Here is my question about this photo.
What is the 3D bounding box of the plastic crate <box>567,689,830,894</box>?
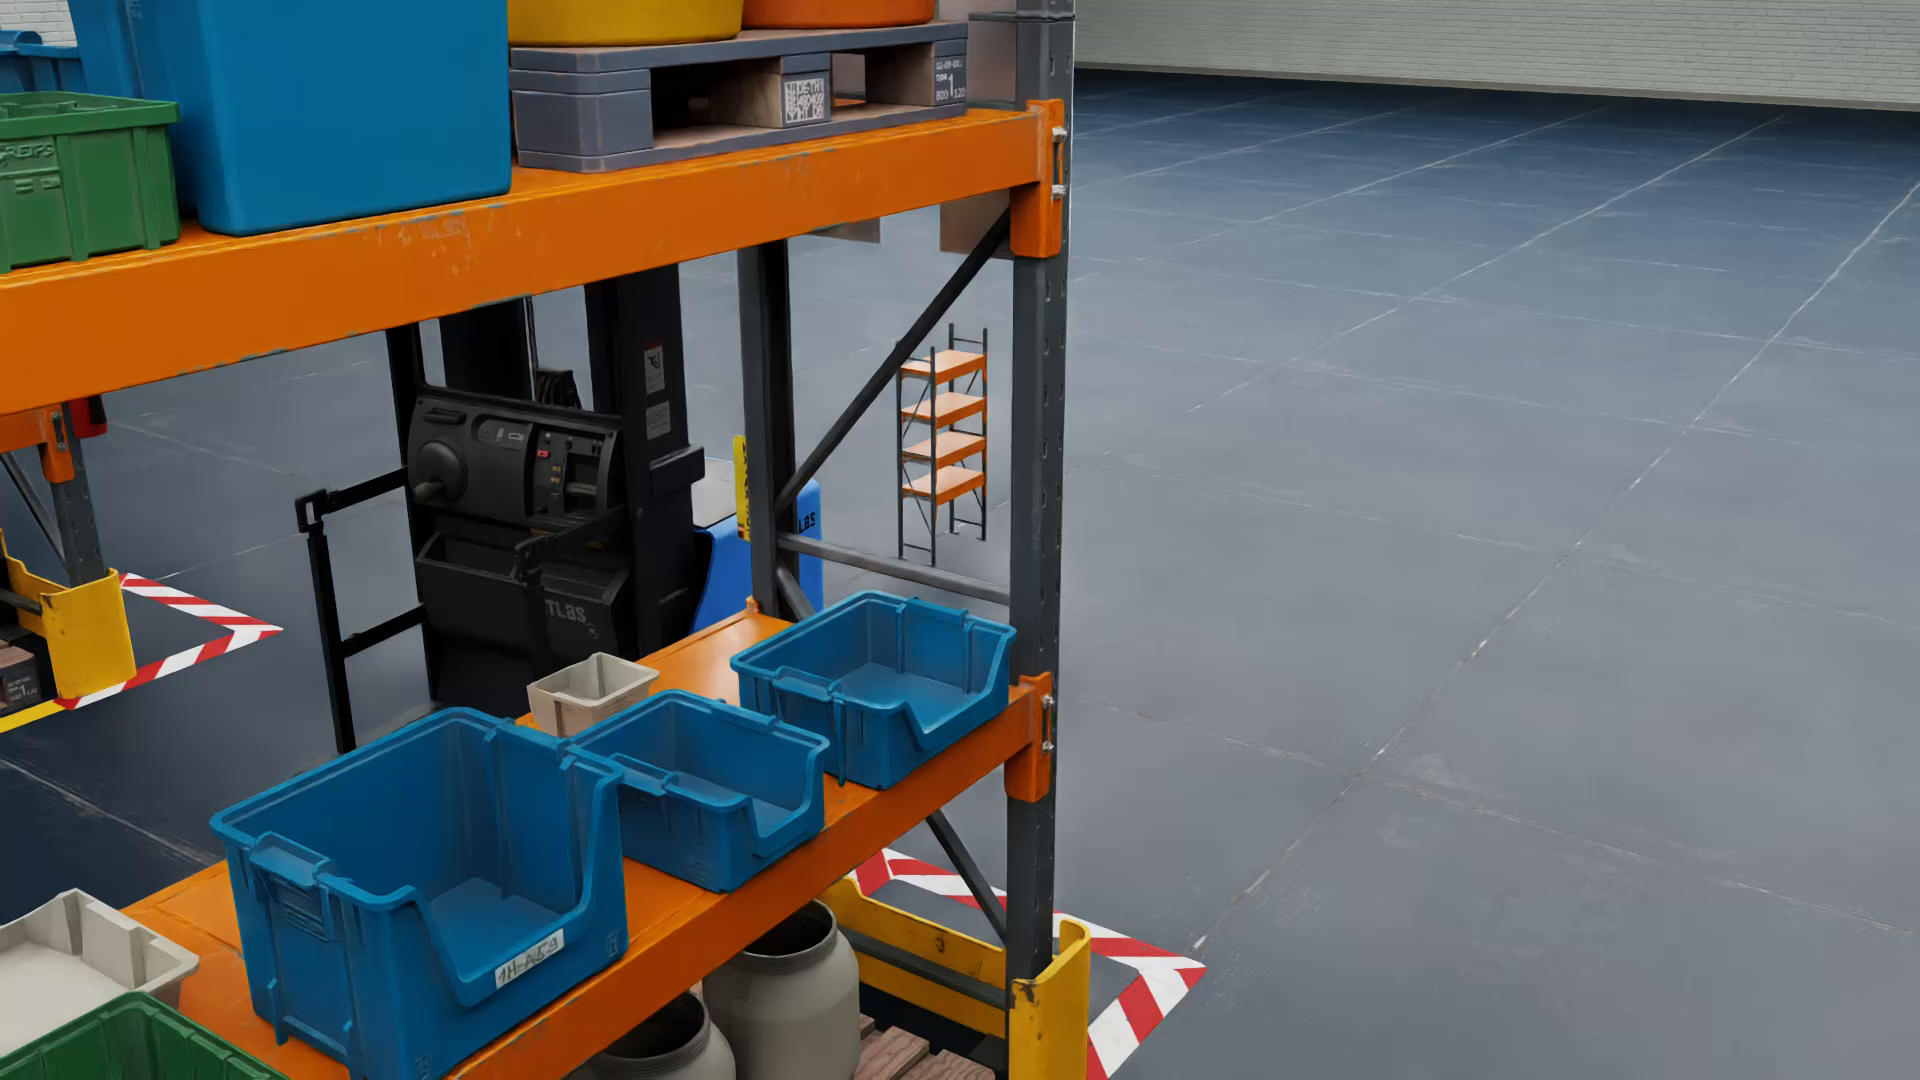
[{"bbox_3d":[-0.579,0.546,3.681,0.499,0.251,0.408,13,24,32],"label":"plastic crate"}]

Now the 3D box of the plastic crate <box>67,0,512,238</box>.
[{"bbox_3d":[-0.998,-0.705,2.546,0.392,0.384,0.575,13,24,32],"label":"plastic crate"}]

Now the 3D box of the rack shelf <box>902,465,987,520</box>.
[{"bbox_3d":[-0.093,-0.266,9.021,0.258,0.148,0.480,13,24,32],"label":"rack shelf"}]

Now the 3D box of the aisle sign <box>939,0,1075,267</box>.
[{"bbox_3d":[0.111,-1.093,4.150,0.394,0.787,0.004,13,24,32],"label":"aisle sign"}]

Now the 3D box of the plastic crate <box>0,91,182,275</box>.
[{"bbox_3d":[-1.312,-0.471,2.196,0.336,0.188,0.450,13,24,32],"label":"plastic crate"}]

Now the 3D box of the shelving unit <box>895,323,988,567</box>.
[{"bbox_3d":[-0.093,-0.515,8.928,0.258,1.200,0.503,13,24,32],"label":"shelving unit"}]

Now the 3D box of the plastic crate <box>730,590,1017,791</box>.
[{"bbox_3d":[-0.209,0.360,4.181,0.499,0.251,0.616,13,24,32],"label":"plastic crate"}]

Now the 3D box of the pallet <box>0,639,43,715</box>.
[{"bbox_3d":[-4.800,0.679,7.126,1.003,0.211,1.213,13,24,32],"label":"pallet"}]

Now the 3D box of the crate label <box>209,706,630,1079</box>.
[{"bbox_3d":[-0.986,0.653,3.125,0.502,0.435,0.616,13,24,32],"label":"crate label"}]

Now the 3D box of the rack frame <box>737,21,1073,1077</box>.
[{"bbox_3d":[-0.175,0.089,4.702,1.000,3.000,0.127,13,24,32],"label":"rack frame"}]

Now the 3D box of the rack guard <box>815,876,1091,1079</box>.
[{"bbox_3d":[-0.179,1.292,5.051,1.175,0.500,0.348,13,24,32],"label":"rack guard"}]

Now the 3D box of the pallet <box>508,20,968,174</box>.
[{"bbox_3d":[-0.721,-1.011,3.624,1.003,0.211,1.213,13,24,32],"label":"pallet"}]

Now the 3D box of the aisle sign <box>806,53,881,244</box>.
[{"bbox_3d":[-0.377,-1.208,4.461,0.394,0.787,0.004,13,24,32],"label":"aisle sign"}]

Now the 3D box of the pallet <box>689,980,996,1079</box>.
[{"bbox_3d":[-0.640,1.660,4.474,1.003,0.211,1.213,13,24,32],"label":"pallet"}]

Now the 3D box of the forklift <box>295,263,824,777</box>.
[{"bbox_3d":[-1.699,-0.262,5.747,1.130,2.935,3.031,10,23,26],"label":"forklift"}]

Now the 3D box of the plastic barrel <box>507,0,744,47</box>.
[{"bbox_3d":[-0.711,-1.252,3.124,0.600,0.588,0.600,0,20,0],"label":"plastic barrel"}]

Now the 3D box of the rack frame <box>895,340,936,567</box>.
[{"bbox_3d":[-0.230,-0.445,8.739,0.240,1.200,0.015,13,24,32],"label":"rack frame"}]

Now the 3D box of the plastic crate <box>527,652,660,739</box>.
[{"bbox_3d":[-0.945,0.406,4.223,0.298,0.136,0.250,13,24,32],"label":"plastic crate"}]

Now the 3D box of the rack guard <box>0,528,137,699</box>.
[{"bbox_3d":[-4.314,0.317,7.688,1.175,0.500,0.348,13,24,32],"label":"rack guard"}]

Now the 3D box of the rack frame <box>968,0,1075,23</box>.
[{"bbox_3d":[-0.175,-2.725,3.661,1.000,3.000,0.127,13,24,32],"label":"rack frame"}]

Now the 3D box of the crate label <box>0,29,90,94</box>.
[{"bbox_3d":[-1.501,-0.776,2.929,0.502,0.251,0.408,13,24,32],"label":"crate label"}]

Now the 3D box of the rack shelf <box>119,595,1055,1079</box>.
[{"bbox_3d":[-1.300,1.000,3.275,1.077,0.370,4.000,13,24,32],"label":"rack shelf"}]

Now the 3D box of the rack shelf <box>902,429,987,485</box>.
[{"bbox_3d":[-0.093,-0.452,8.952,0.258,0.148,0.480,13,24,32],"label":"rack shelf"}]

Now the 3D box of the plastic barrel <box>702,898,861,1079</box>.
[{"bbox_3d":[-0.482,1.262,4.510,0.421,0.512,0.421,0,20,0],"label":"plastic barrel"}]

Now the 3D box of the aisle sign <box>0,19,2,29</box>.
[{"bbox_3d":[-3.989,-2.056,6.752,0.394,0.787,0.004,13,24,32],"label":"aisle sign"}]

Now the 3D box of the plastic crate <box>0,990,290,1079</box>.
[{"bbox_3d":[-1.427,1.001,2.540,0.450,0.188,0.662,13,24,32],"label":"plastic crate"}]

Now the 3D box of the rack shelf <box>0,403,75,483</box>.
[{"bbox_3d":[-5.396,0.034,5.886,1.077,0.370,4.000,13,24,32],"label":"rack shelf"}]

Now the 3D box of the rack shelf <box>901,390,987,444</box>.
[{"bbox_3d":[-0.093,-0.662,8.874,0.258,0.148,0.480,13,24,32],"label":"rack shelf"}]

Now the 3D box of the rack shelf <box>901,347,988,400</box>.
[{"bbox_3d":[-0.093,-0.884,8.792,0.258,0.148,0.480,13,24,32],"label":"rack shelf"}]

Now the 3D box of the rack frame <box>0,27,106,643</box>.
[{"bbox_3d":[-4.272,-0.877,7.313,1.000,3.000,0.127,13,24,32],"label":"rack frame"}]

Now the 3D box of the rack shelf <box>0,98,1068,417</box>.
[{"bbox_3d":[-1.300,-0.407,2.755,1.077,0.370,4.000,13,24,32],"label":"rack shelf"}]

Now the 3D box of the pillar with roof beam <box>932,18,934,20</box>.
[{"bbox_3d":[2.713,-14.335,35.047,9.100,9.000,0.400,13,24,32],"label":"pillar with roof beam"}]

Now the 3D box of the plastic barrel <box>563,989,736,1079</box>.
[{"bbox_3d":[-0.764,1.406,4.121,0.421,0.512,0.421,0,20,0],"label":"plastic barrel"}]

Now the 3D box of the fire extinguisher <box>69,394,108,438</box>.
[{"bbox_3d":[-3.826,-0.784,7.172,0.296,0.674,0.183,13,24,32],"label":"fire extinguisher"}]

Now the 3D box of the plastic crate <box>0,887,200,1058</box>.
[{"bbox_3d":[-1.721,0.845,3.038,0.530,0.136,0.437,13,24,32],"label":"plastic crate"}]

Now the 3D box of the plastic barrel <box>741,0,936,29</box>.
[{"bbox_3d":[-0.344,-1.552,3.590,0.600,0.830,0.708,13,24,32],"label":"plastic barrel"}]

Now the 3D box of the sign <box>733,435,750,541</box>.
[{"bbox_3d":[-0.628,-0.150,4.947,0.100,0.325,0.005,13,24,32],"label":"sign"}]

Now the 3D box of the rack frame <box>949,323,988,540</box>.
[{"bbox_3d":[0.044,-0.585,9.118,0.240,1.200,0.015,13,24,32],"label":"rack frame"}]
